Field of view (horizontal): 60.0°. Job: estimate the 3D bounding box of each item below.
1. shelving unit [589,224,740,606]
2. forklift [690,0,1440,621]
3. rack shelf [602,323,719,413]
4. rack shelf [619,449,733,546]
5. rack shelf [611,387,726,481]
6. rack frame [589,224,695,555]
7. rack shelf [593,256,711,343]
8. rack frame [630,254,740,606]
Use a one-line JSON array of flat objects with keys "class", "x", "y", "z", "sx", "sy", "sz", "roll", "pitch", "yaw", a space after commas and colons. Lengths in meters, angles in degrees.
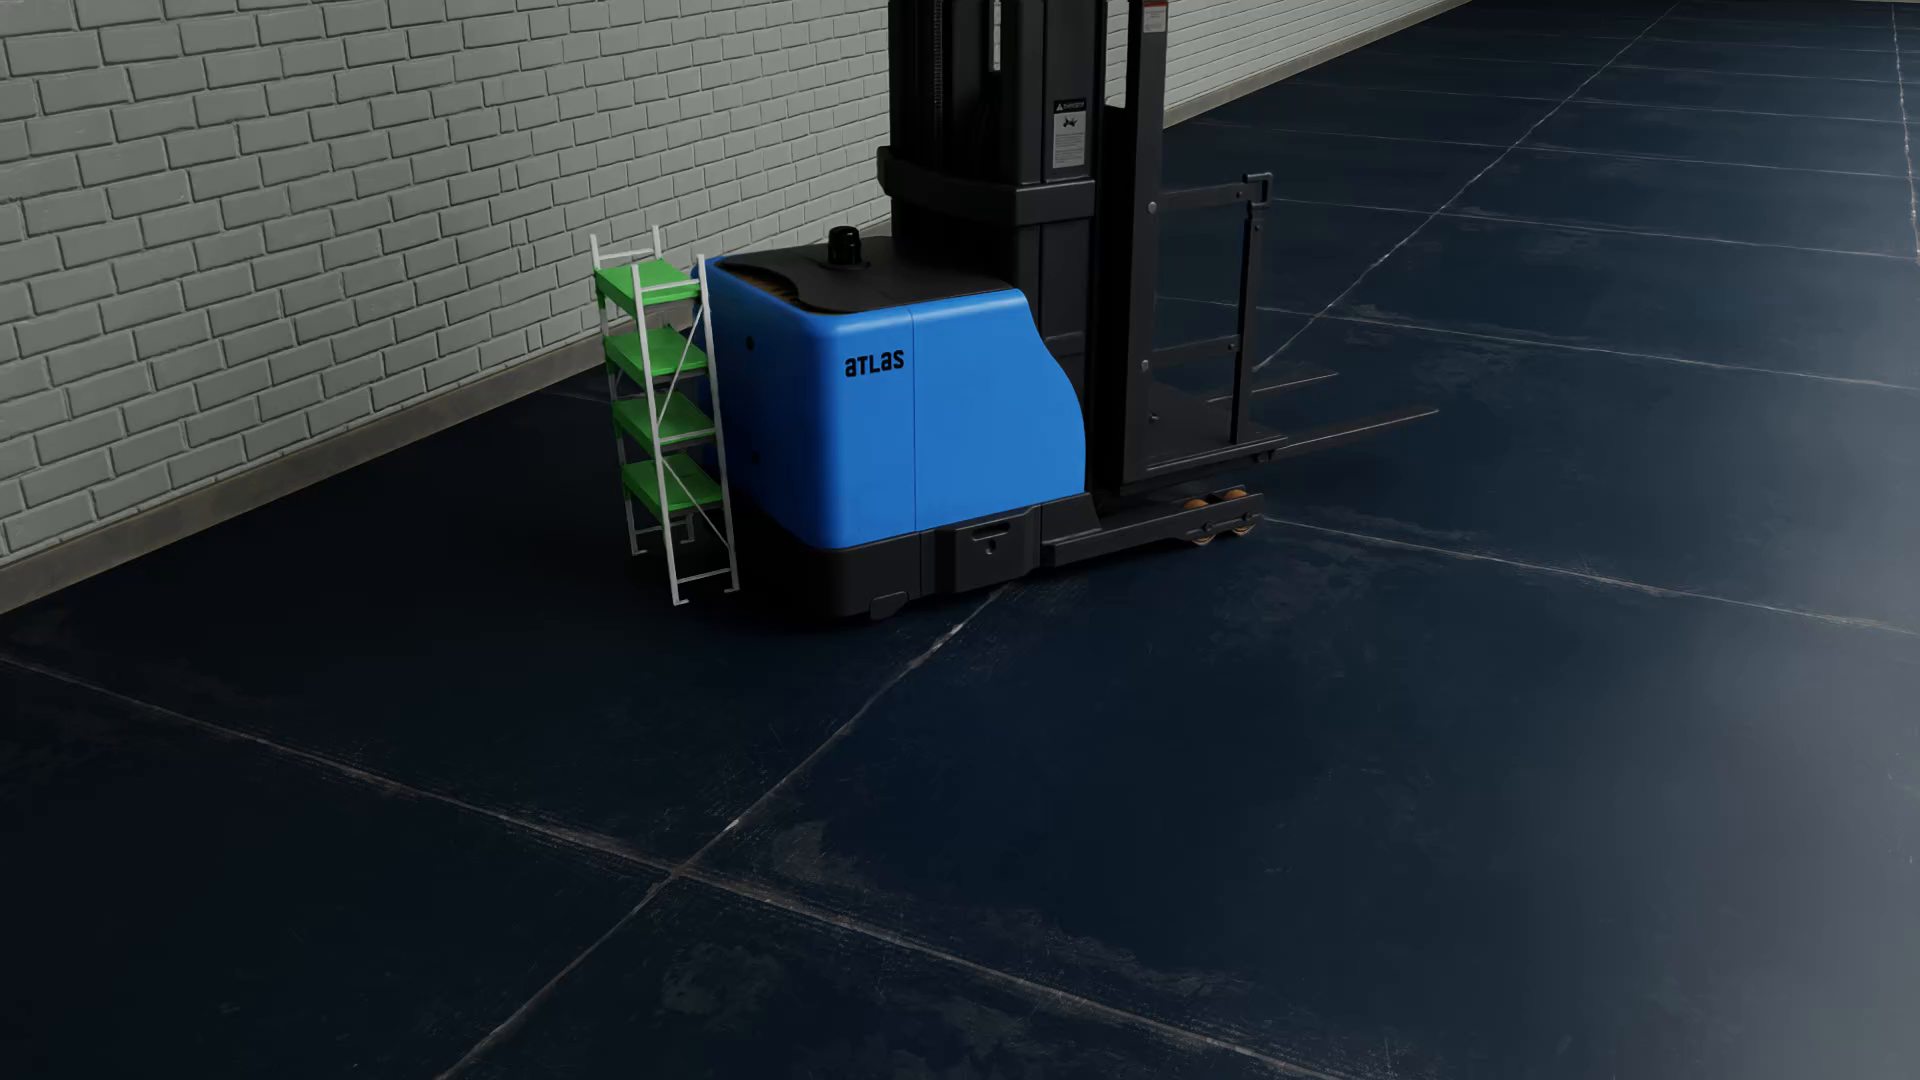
[{"class": "shelving unit", "x": -1.020, "y": -0.433, "z": 5.753, "sx": 0.258, "sy": 1.200, "sz": 0.503, "roll": -14, "pitch": 27, "yaw": -23}, {"class": "forklift", "x": 0.559, "y": -1.493, "z": 6.050, "sx": 3.031, "sy": 2.935, "sz": 1.130, "roll": -14, "pitch": 27, "yaw": -29}, {"class": "rack shelf", "x": -1.027, "y": -0.594, "z": 5.681, "sx": 0.258, "sy": 0.148, "sz": 0.480, "roll": -14, "pitch": 27, "yaw": -23}, {"class": "rack shelf", "x": -1.007, "y": -0.156, "z": 5.878, "sx": 0.258, "sy": 0.148, "sz": 0.480, "roll": -14, "pitch": 27, "yaw": -23}, {"class": "rack shelf", "x": -1.017, "y": -0.375, "z": 5.780, "sx": 0.258, "sy": 0.148, "sz": 0.480, "roll": -14, "pitch": 27, "yaw": -23}, {"class": "rack frame", "x": -1.130, "y": -0.518, "z": 5.954, "sx": 0.240, "sy": 1.200, "sz": 0.015, "roll": -14, "pitch": 27, "yaw": -23}, {"class": "rack shelf", "x": -1.037, "y": -0.812, "z": 5.583, "sx": 0.258, "sy": 0.148, "sz": 0.480, "roll": -14, "pitch": 27, "yaw": -23}, {"class": "rack frame", "x": -0.909, "y": -0.348, "z": 5.553, "sx": 0.240, "sy": 1.200, "sz": 0.015, "roll": -14, "pitch": 27, "yaw": -23}]
